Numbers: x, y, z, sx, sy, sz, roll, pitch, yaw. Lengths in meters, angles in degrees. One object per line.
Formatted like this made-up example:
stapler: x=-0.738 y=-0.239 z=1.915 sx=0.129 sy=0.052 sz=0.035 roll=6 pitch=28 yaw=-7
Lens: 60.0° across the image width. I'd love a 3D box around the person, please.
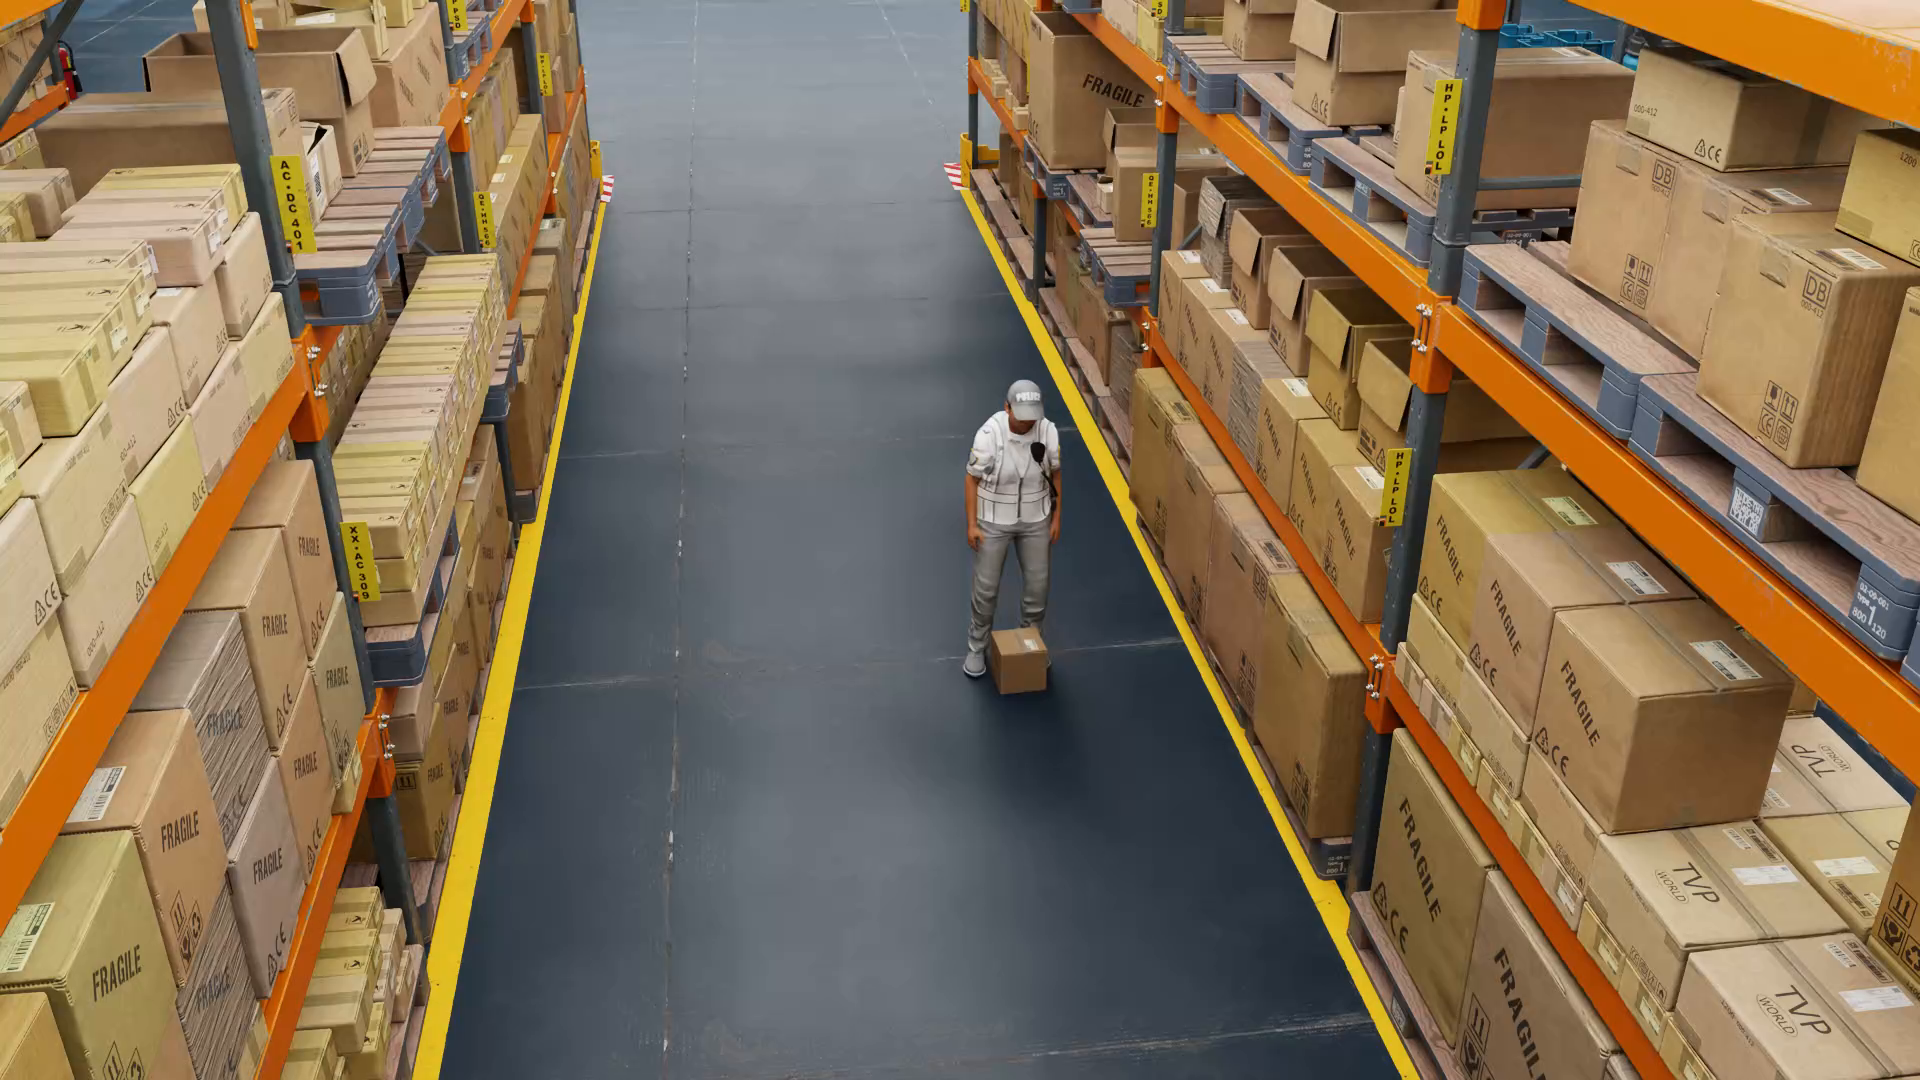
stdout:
person: x=0.277 y=-0.081 z=8.769 sx=0.552 sy=1.664 sz=0.469 roll=-5 pitch=28 yaw=-10
